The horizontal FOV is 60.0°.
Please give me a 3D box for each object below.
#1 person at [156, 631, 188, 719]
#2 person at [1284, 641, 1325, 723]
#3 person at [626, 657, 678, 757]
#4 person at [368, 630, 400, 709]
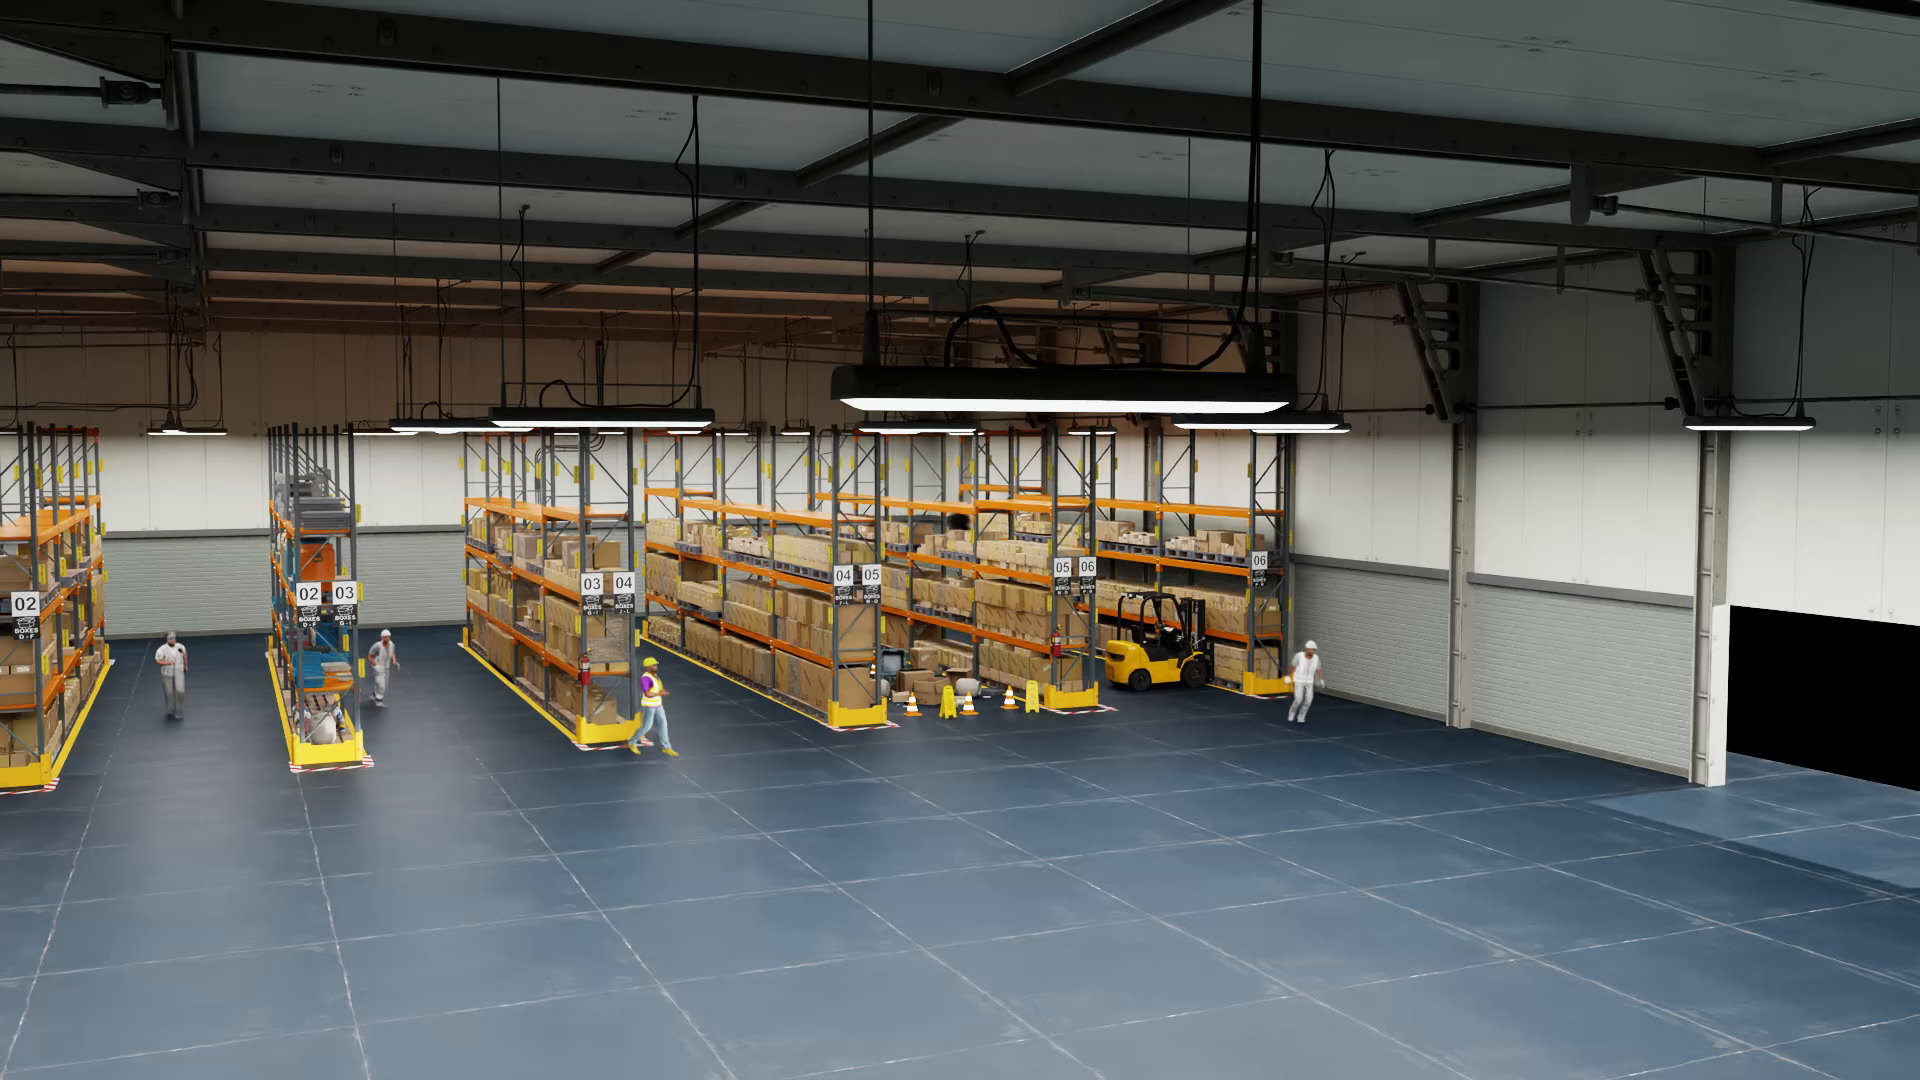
[{"bbox_3d":[-16.116,2.771,34.023,0.609,1.837,0.856,-2,4,-29],"label":"person"},{"bbox_3d":[6.882,2.830,33.171,0.674,1.678,0.637,-1,4,-11],"label":"person"},{"bbox_3d":[-5.530,2.990,29.802,0.935,1.787,0.679,1,4,15],"label":"person"},{"bbox_3d":[-12.309,2.727,35.246,0.864,1.695,0.646,2,4,26],"label":"person"}]
